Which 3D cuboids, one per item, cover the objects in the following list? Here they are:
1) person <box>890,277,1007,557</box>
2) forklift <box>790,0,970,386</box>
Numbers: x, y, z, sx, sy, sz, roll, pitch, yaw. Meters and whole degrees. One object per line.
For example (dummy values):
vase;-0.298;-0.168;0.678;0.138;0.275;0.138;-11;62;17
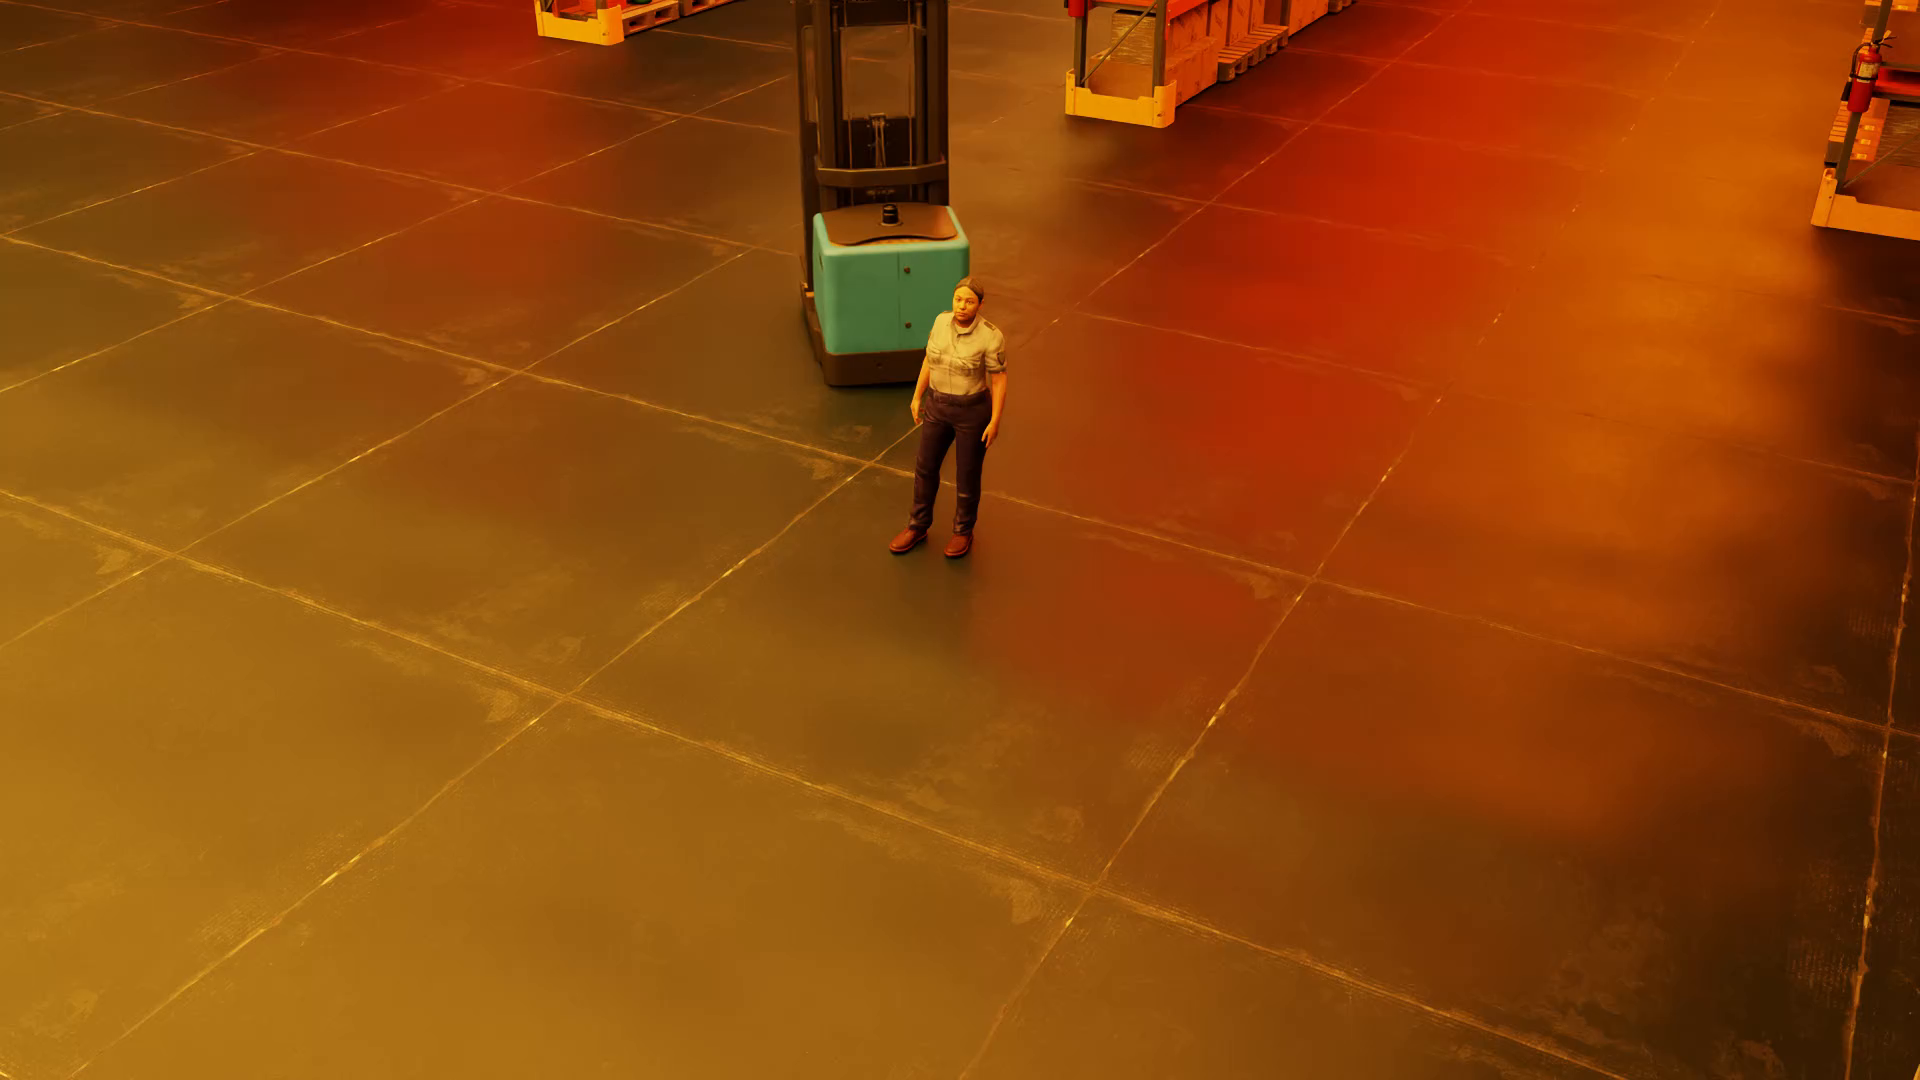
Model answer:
person;-0.063;-0.687;9.529;0.598;1.651;0.503;15;33;25
forklift;-0.668;-3.076;12.400;1.130;2.935;3.031;-5;30;-8
